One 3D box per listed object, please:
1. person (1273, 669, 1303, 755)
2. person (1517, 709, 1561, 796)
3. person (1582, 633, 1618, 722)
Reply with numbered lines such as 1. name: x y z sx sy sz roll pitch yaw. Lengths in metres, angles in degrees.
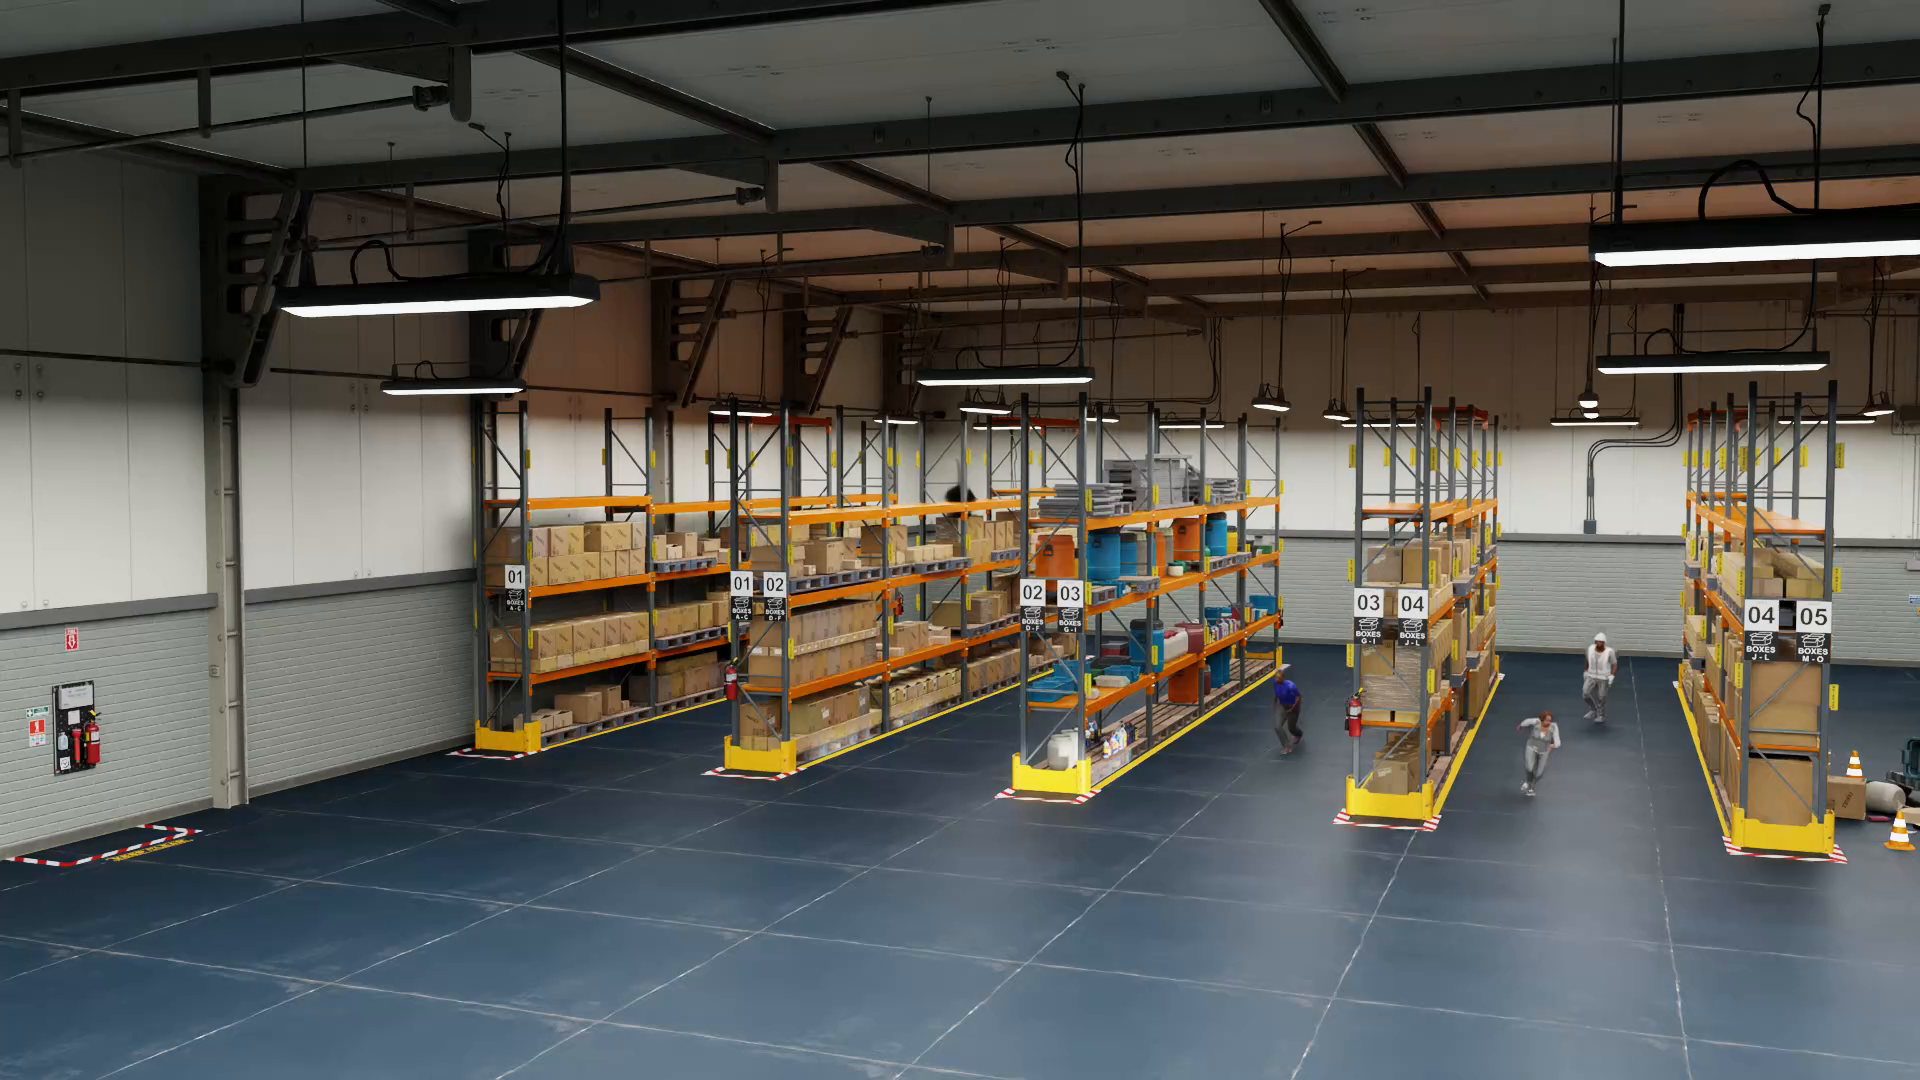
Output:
1. person: 5.641 2.897 28.353 0.564 1.476 1.034 2 4 38
2. person: 8.488 3.128 24.348 0.529 1.352 0.907 1 3 10
3. person: 12.049 2.601 31.357 0.694 1.724 0.685 2 3 36
